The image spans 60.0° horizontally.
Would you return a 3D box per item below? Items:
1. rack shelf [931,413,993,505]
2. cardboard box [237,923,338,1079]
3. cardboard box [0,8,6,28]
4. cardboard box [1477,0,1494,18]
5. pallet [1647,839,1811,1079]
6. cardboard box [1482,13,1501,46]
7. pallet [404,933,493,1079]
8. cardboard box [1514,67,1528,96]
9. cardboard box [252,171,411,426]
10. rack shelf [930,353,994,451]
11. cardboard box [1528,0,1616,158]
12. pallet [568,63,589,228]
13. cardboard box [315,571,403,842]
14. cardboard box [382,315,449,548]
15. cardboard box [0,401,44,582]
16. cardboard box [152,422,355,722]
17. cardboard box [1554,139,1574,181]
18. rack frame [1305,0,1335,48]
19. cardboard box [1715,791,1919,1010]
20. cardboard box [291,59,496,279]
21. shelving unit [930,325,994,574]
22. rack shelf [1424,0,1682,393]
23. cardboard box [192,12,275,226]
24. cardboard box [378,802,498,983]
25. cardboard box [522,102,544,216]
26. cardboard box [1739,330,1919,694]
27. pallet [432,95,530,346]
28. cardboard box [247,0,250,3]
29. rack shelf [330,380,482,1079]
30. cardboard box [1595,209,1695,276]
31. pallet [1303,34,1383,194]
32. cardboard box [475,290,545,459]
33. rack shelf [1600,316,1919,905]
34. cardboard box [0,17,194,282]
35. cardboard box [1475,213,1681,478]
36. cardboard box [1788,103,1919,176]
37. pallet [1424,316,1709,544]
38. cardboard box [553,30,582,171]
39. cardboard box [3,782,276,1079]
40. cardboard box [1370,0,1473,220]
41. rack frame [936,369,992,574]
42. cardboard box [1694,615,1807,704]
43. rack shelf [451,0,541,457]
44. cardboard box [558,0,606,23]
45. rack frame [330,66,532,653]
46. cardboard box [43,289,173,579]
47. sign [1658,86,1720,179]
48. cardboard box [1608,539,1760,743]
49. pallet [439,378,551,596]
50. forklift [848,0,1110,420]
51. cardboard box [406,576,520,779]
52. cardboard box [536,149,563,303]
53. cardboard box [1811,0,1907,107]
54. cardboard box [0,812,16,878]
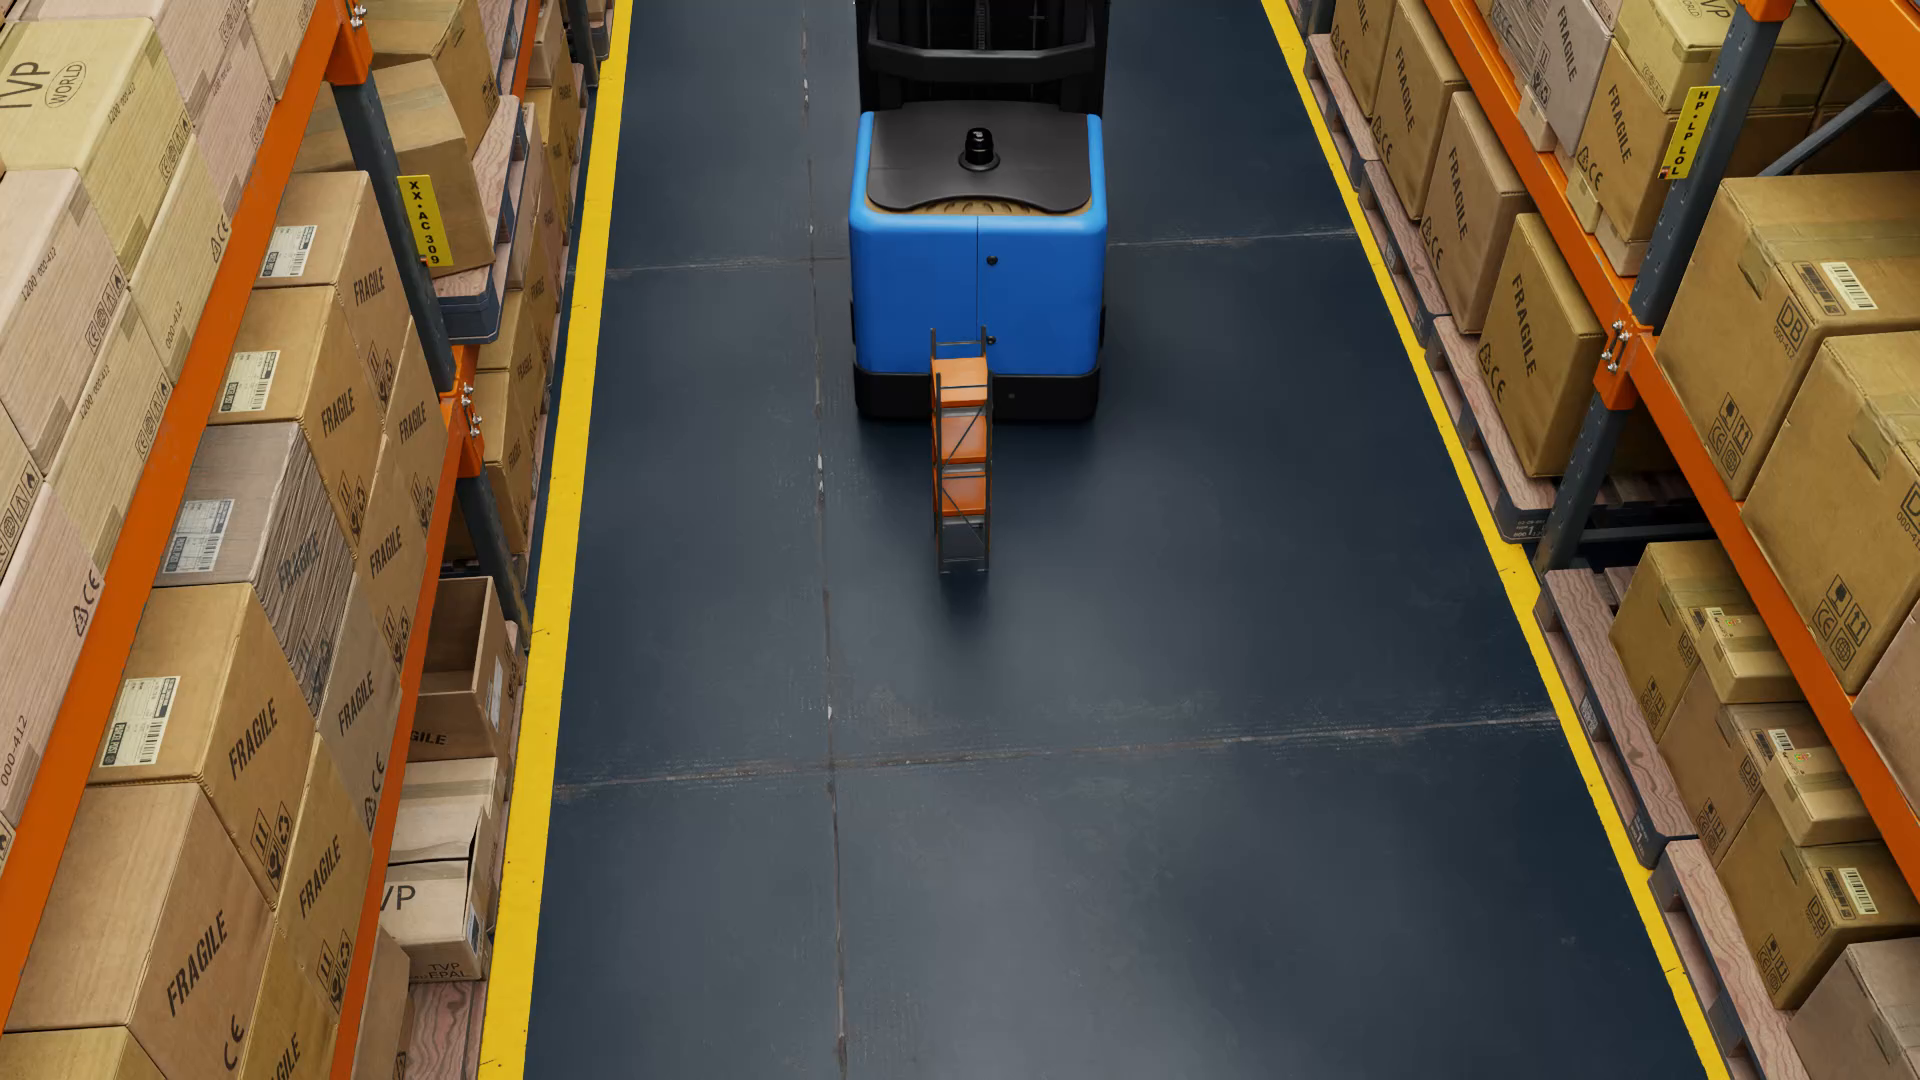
[{"bbox_3d":[0.004,-0.315,6.340,0.215,0.259,0.240,-3,47,-3],"label":"rack shelf"},{"bbox_3d":[-1.674,1.168,3.509,0.500,0.500,0.500,-4,47,-3],"label":"cardboard box"},{"bbox_3d":[-2.119,-0.947,2.757,0.700,0.500,0.500,-3,47,-3],"label":"cardboard box"},{"bbox_3d":[2.366,-2.478,6.743,0.500,0.500,0.500,-2,47,-2],"label":"cardboard box"},{"bbox_3d":[2.880,1.477,5.206,1.003,0.211,1.213,-3,47,-3],"label":"pallet"},{"bbox_3d":[2.405,-2.185,6.912,0.380,0.149,0.250,-2,47,-2],"label":"cardboard box"},{"bbox_3d":[-1.985,1.722,4.974,1.003,0.211,1.213,-3,47,-3],"label":"pallet"},{"bbox_3d":[2.422,-1.810,6.557,0.380,0.149,0.250,-3,47,-3],"label":"cardboard box"},{"bbox_3d":[-1.846,-0.646,4.539,0.500,0.500,0.500,-3,47,-3],"label":"cardboard box"},{"bbox_3d":[0.004,-0.510,6.134,0.215,0.259,0.240,-3,47,-3],"label":"rack shelf"},{"bbox_3d":[2.447,-1.753,6.056,0.500,0.500,0.500,-3,47,-3],"label":"cardboard box"},{"bbox_3d":[-2.457,-2.011,8.509,1.003,0.211,1.213,-3,47,-3],"label":"pallet"},{"bbox_3d":[-1.759,0.438,4.200,0.500,0.500,0.500,-3,47,-2],"label":"cardboard box"},{"bbox_3d":[-1.849,-0.306,4.905,0.500,0.500,0.500,-3,47,-3],"label":"cardboard box"},{"bbox_3d":[-1.679,0.013,2.365,0.500,0.250,0.500,-3,47,-3],"label":"cardboard box"},{"bbox_3d":[-1.759,0.089,3.842,0.500,0.500,0.500,-3,47,-3],"label":"cardboard box"},{"bbox_3d":[2.457,-1.441,6.208,0.380,0.149,0.250,-2,47,-2],"label":"cardboard box"},{"bbox_3d":[2.454,-3.816,8.298,1.000,3.000,0.127,-3,47,-3],"label":"rack frame"},{"bbox_3d":[2.829,1.076,5.098,0.700,0.500,0.500,-3,47,-2],"label":"cardboard box"},{"bbox_3d":[-1.963,-1.153,5.418,0.700,0.500,0.500,-18,49,-16],"label":"cardboard box"},{"bbox_3d":[0.004,-0.322,6.332,0.215,1.050,0.252,-3,47,-3],"label":"shelving unit"},{"bbox_3d":[2.622,-2.122,7.189,1.077,0.370,4.000,-3,47,-3],"label":"rack shelf"},{"bbox_3d":[-1.810,-0.900,3.574,0.500,0.250,0.500,-3,47,-3],"label":"cardboard box"},{"bbox_3d":[-1.754,1.093,5.198,0.500,0.311,0.500,-3,47,-3],"label":"cardboard box"},{"bbox_3d":[-2.071,-1.619,7.119,0.500,0.250,0.500,-4,47,-4],"label":"cardboard box"},{"bbox_3d":[2.874,-0.103,4.575,0.980,0.700,0.700,-5,47,-4],"label":"cardboard box"},{"bbox_3d":[-2.105,-1.137,5.893,1.003,0.211,1.213,-3,47,-3],"label":"pallet"},{"bbox_3d":[-1.835,-1.435,3.736,0.500,0.250,0.500,-3,47,-3],"label":"cardboard box"},{"bbox_3d":[-1.979,1.076,4.160,1.077,0.370,4.000,-3,47,-3],"label":"rack shelf"},{"bbox_3d":[2.479,-1.070,5.857,0.380,0.149,0.250,-3,47,-3],"label":"cardboard box"},{"bbox_3d":[2.445,-2.282,8.766,1.003,0.211,1.213,-3,47,-3],"label":"pallet"},{"bbox_3d":[-2.000,-0.660,6.728,0.500,0.500,0.500,-3,47,-3],"label":"cardboard box"},{"bbox_3d":[2.957,0.772,4.448,1.077,0.370,4.000,-3,47,-3],"label":"rack shelf"},{"bbox_3d":[-1.757,-0.711,3.050,0.500,0.250,0.500,-3,47,-3],"label":"cardboard box"},{"bbox_3d":[2.605,-0.790,6.623,0.750,0.750,0.750,-3,47,-3],"label":"cardboard box"},{"bbox_3d":[3.002,-1.414,5.735,0.500,0.500,0.500,-5,47,-5],"label":"cardboard box"},{"bbox_3d":[2.650,-0.517,7.094,1.003,0.211,1.213,-3,47,-3],"label":"pallet"},{"bbox_3d":[-2.169,-2.142,8.131,0.500,0.500,0.500,-2,47,-2],"label":"cardboard box"},{"bbox_3d":[-1.674,0.821,3.149,0.500,0.500,0.500,-3,47,-3],"label":"cardboard box"},{"bbox_3d":[2.452,-2.047,7.814,0.750,0.750,0.750,-4,47,-3],"label":"cardboard box"},{"bbox_3d":[0.015,-0.234,6.249,0.200,1.050,0.008,-3,47,-3],"label":"rack frame"},{"bbox_3d":[2.597,0.376,5.313,0.380,0.149,0.250,-2,47,-2],"label":"cardboard box"},{"bbox_3d":[-2.314,-1.818,6.901,1.077,0.370,4.000,-3,47,-3],"label":"rack shelf"},{"bbox_3d":[-2.233,-3.108,9.232,0.500,0.250,0.500,-4,47,-3],"label":"cardboard box"},{"bbox_3d":[-2.147,-0.618,5.270,1.000,3.000,0.127,-3,47,-3],"label":"rack frame"},{"bbox_3d":[-1.722,-0.177,2.889,0.500,0.250,0.500,-3,47,-3],"label":"cardboard box"},{"bbox_3d":[2.249,-1.253,5.128,0.100,0.325,0.005,-3,47,-3],"label":"sign"},{"bbox_3d":[2.750,0.340,5.794,0.700,0.500,0.500,-3,47,-3],"label":"cardboard box"},{"bbox_3d":[-2.252,-0.245,6.837,1.003,0.211,1.213,-3,47,-3],"label":"pallet"},{"bbox_3d":[0.102,-2.581,7.175,1.130,2.935,3.031,1,47,1],"label":"forklift"},{"bbox_3d":[-1.816,0.485,5.643,0.500,0.500,0.500,-3,47,-3],"label":"cardboard box"},{"bbox_3d":[-2.076,-1.388,7.417,0.500,0.500,0.500,-5,47,-5],"label":"cardboard box"},{"bbox_3d":[3.010,-1.672,5.464,0.500,0.250,0.500,-2,47,-2],"label":"cardboard box"},{"bbox_3d":[-1.630,0.546,2.204,0.500,0.250,0.500,-3,47,-3],"label":"cardboard box"}]
